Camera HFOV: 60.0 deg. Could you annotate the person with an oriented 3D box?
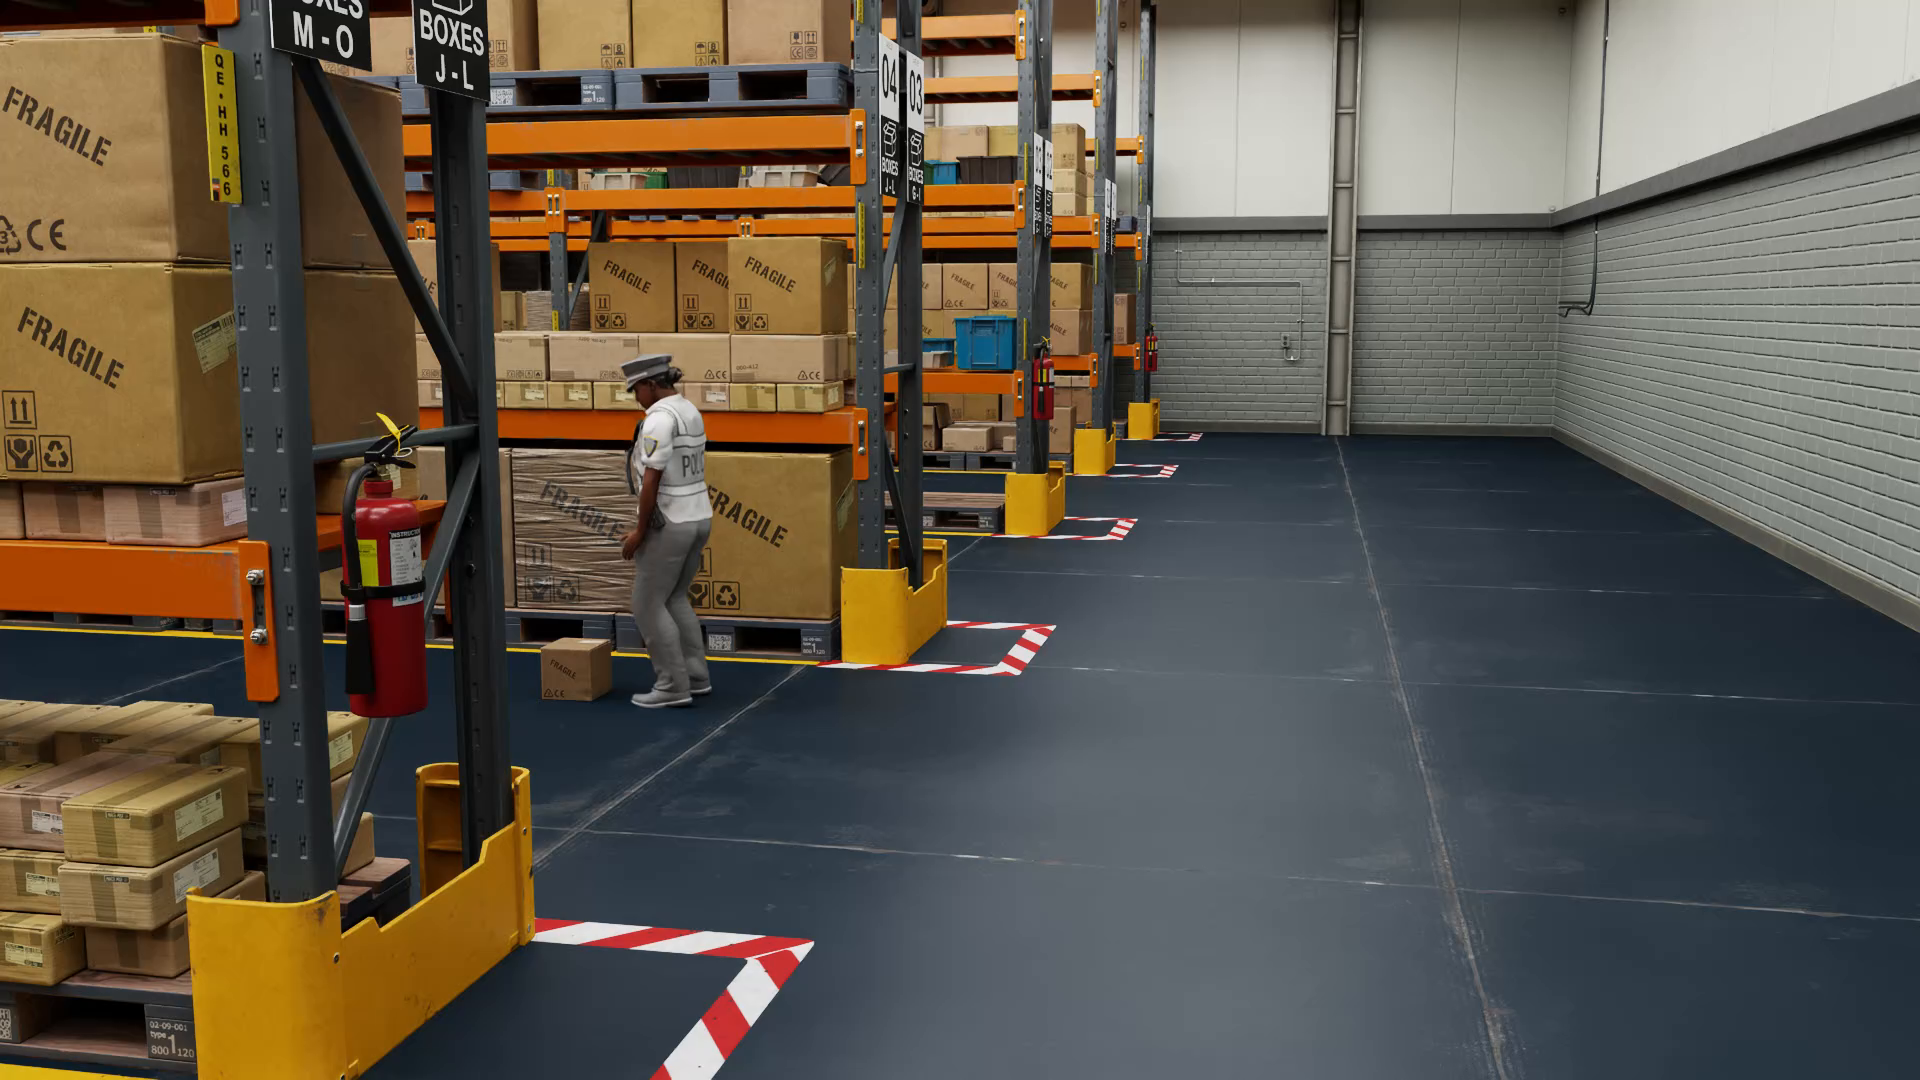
[{"bbox_3d":[-1.371,-0.044,7.754,0.394,1.641,0.448,2,8,12],"label":"person"}]
